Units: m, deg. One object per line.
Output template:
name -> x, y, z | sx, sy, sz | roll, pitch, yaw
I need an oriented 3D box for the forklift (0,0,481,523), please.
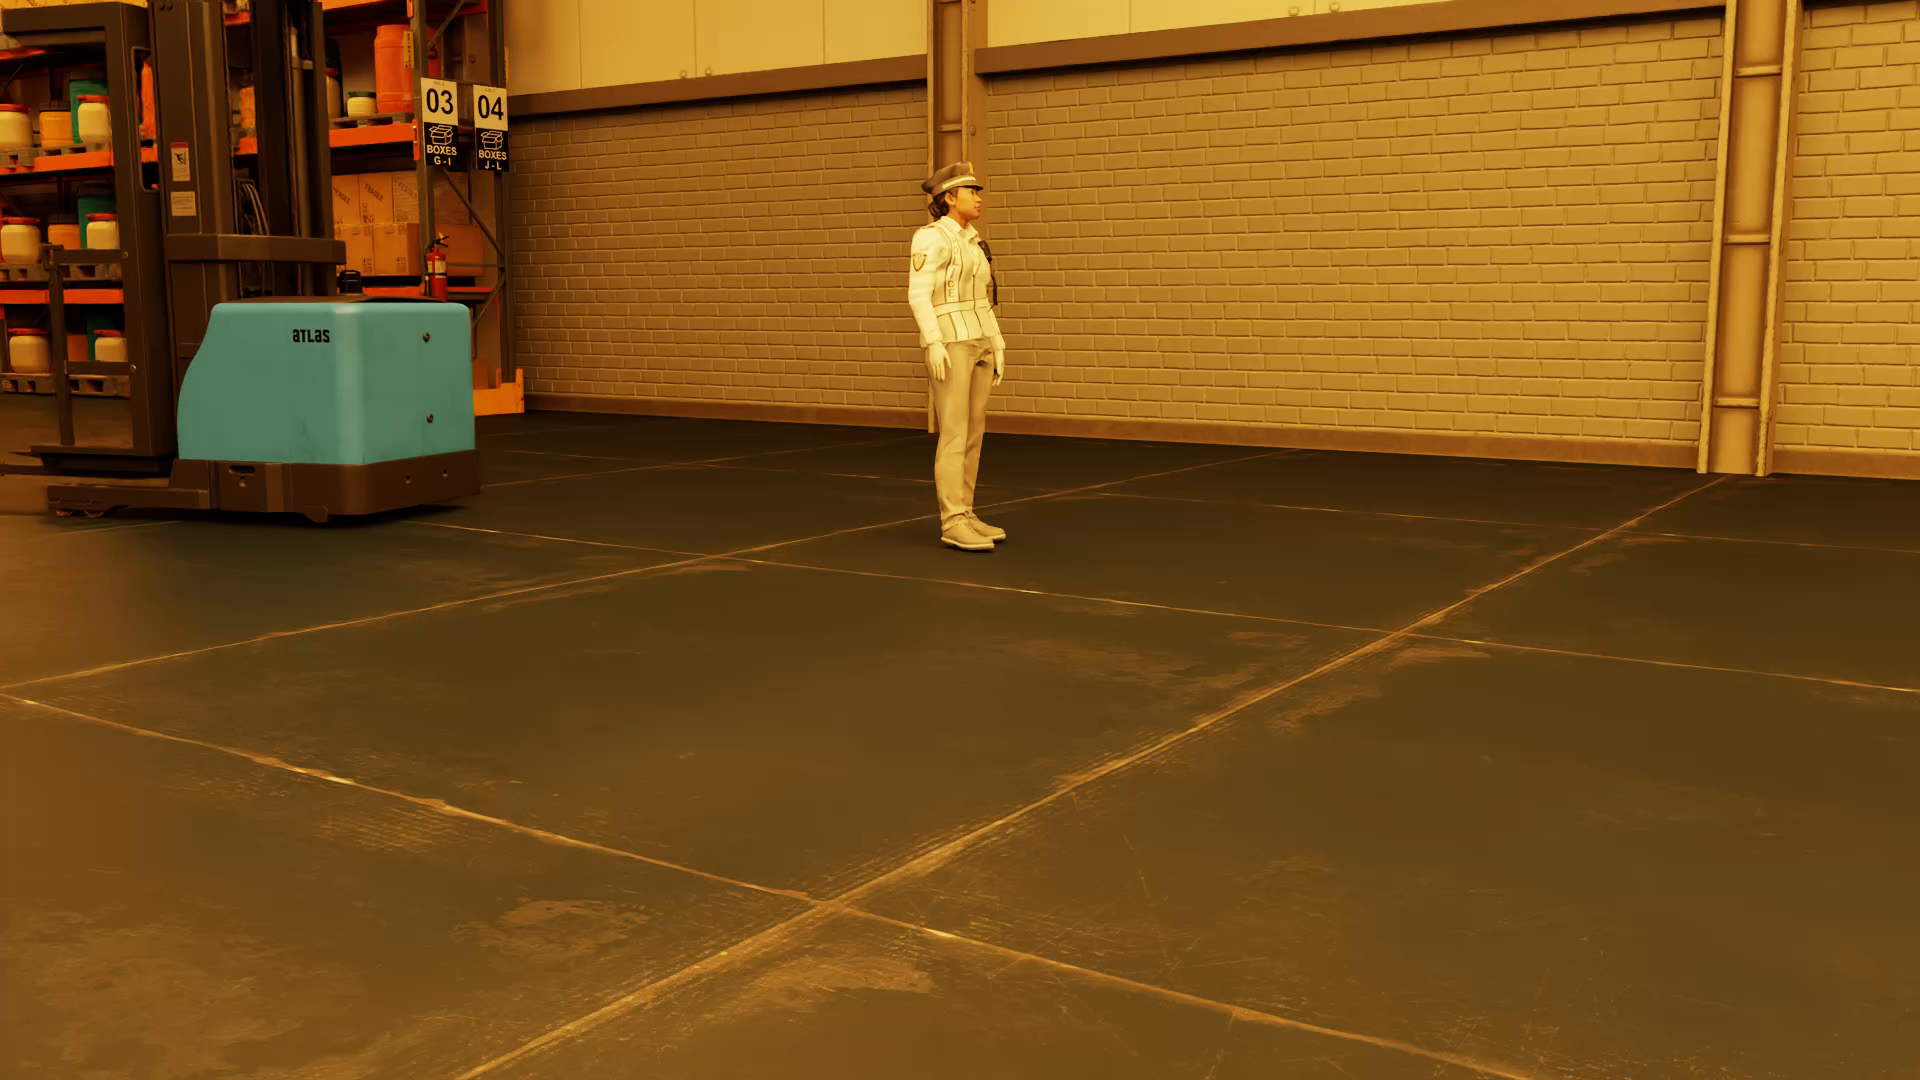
forklift -> -4.116, -1.630, 8.658 | 3.031, 2.935, 1.130 | 3, 9, 18

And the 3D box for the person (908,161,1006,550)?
person -> 0.053, -0.840, 7.439 | 0.530, 1.694, 0.587 | 5, 10, 34
